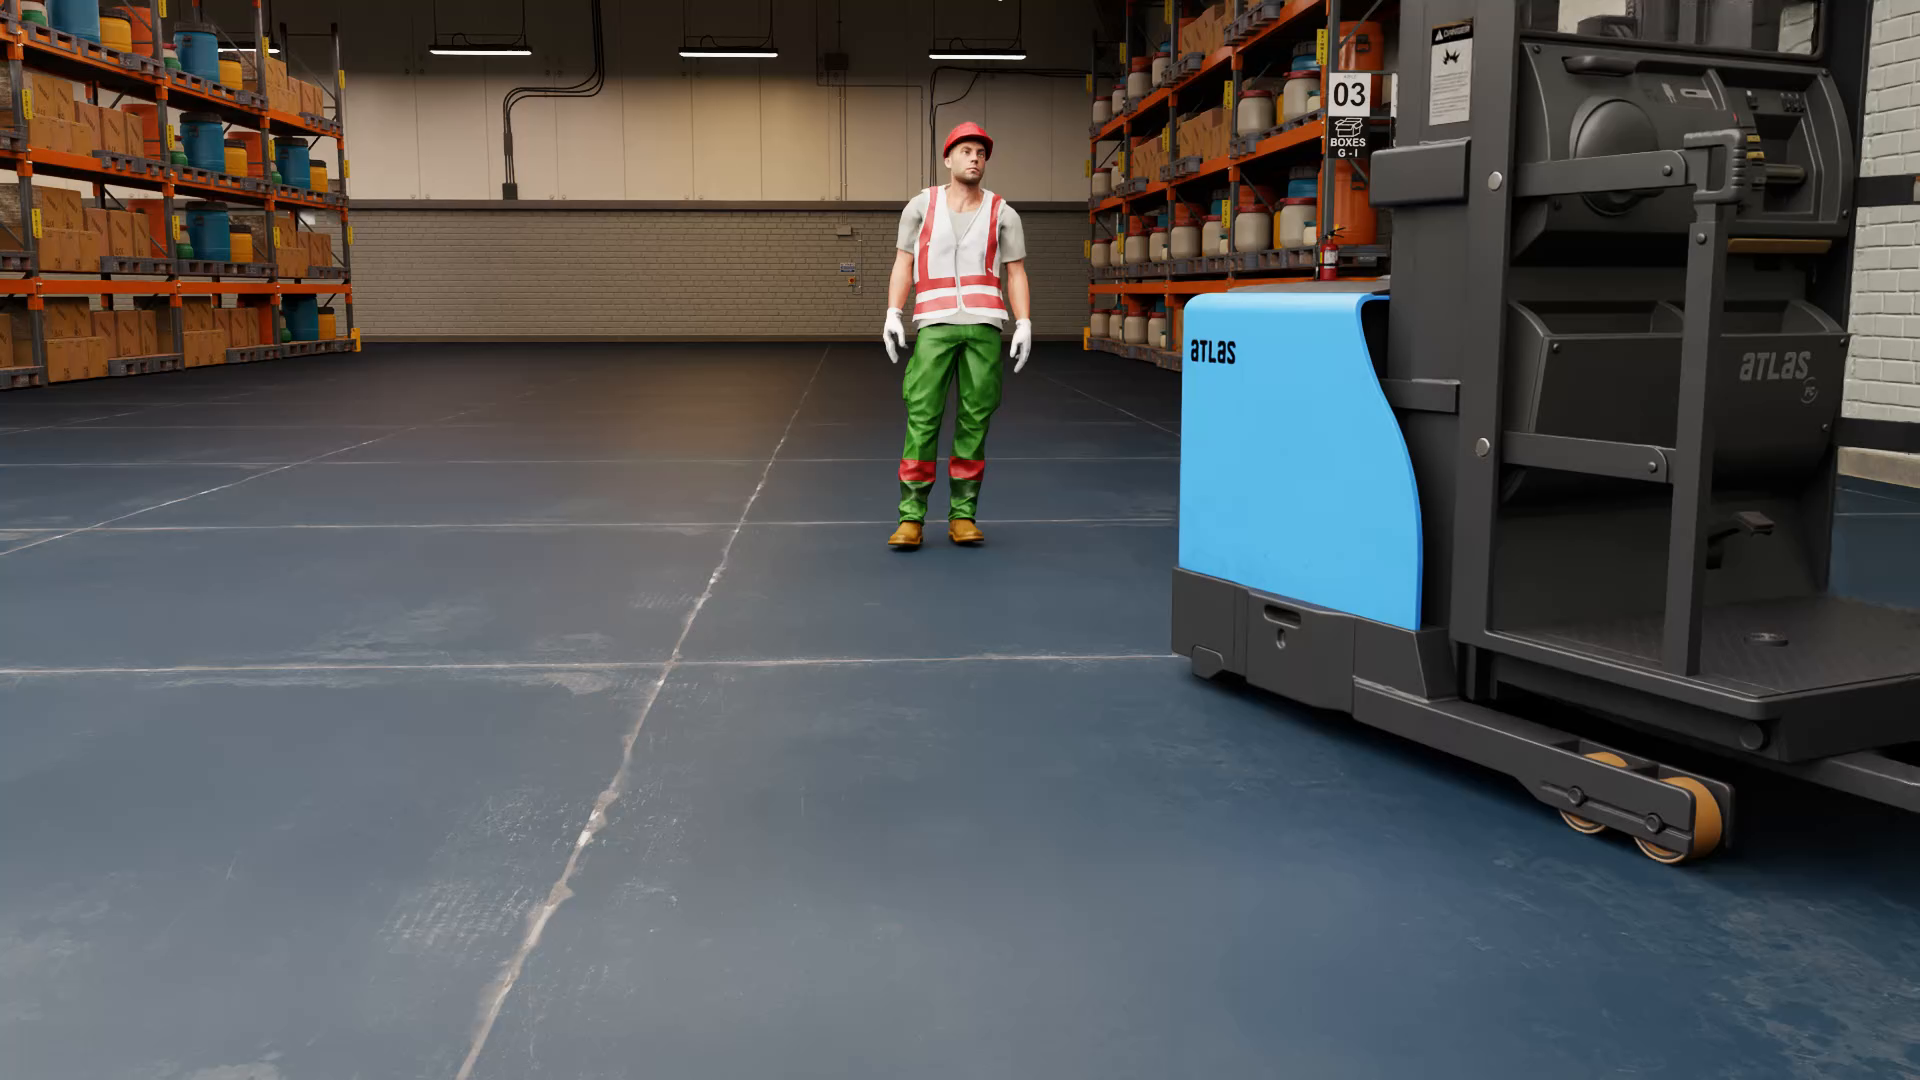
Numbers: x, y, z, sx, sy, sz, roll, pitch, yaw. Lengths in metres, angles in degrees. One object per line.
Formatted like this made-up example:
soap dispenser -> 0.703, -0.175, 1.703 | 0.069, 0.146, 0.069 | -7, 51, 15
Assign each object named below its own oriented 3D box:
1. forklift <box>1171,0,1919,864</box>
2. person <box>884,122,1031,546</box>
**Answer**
forklift -> 1.694, -0.907, 3.437 | 1.130, 2.935, 3.031 | -4, 9, -25
person -> -0.007, -0.880, 7.097 | 0.637, 1.790, 0.562 | -1, 8, -4
